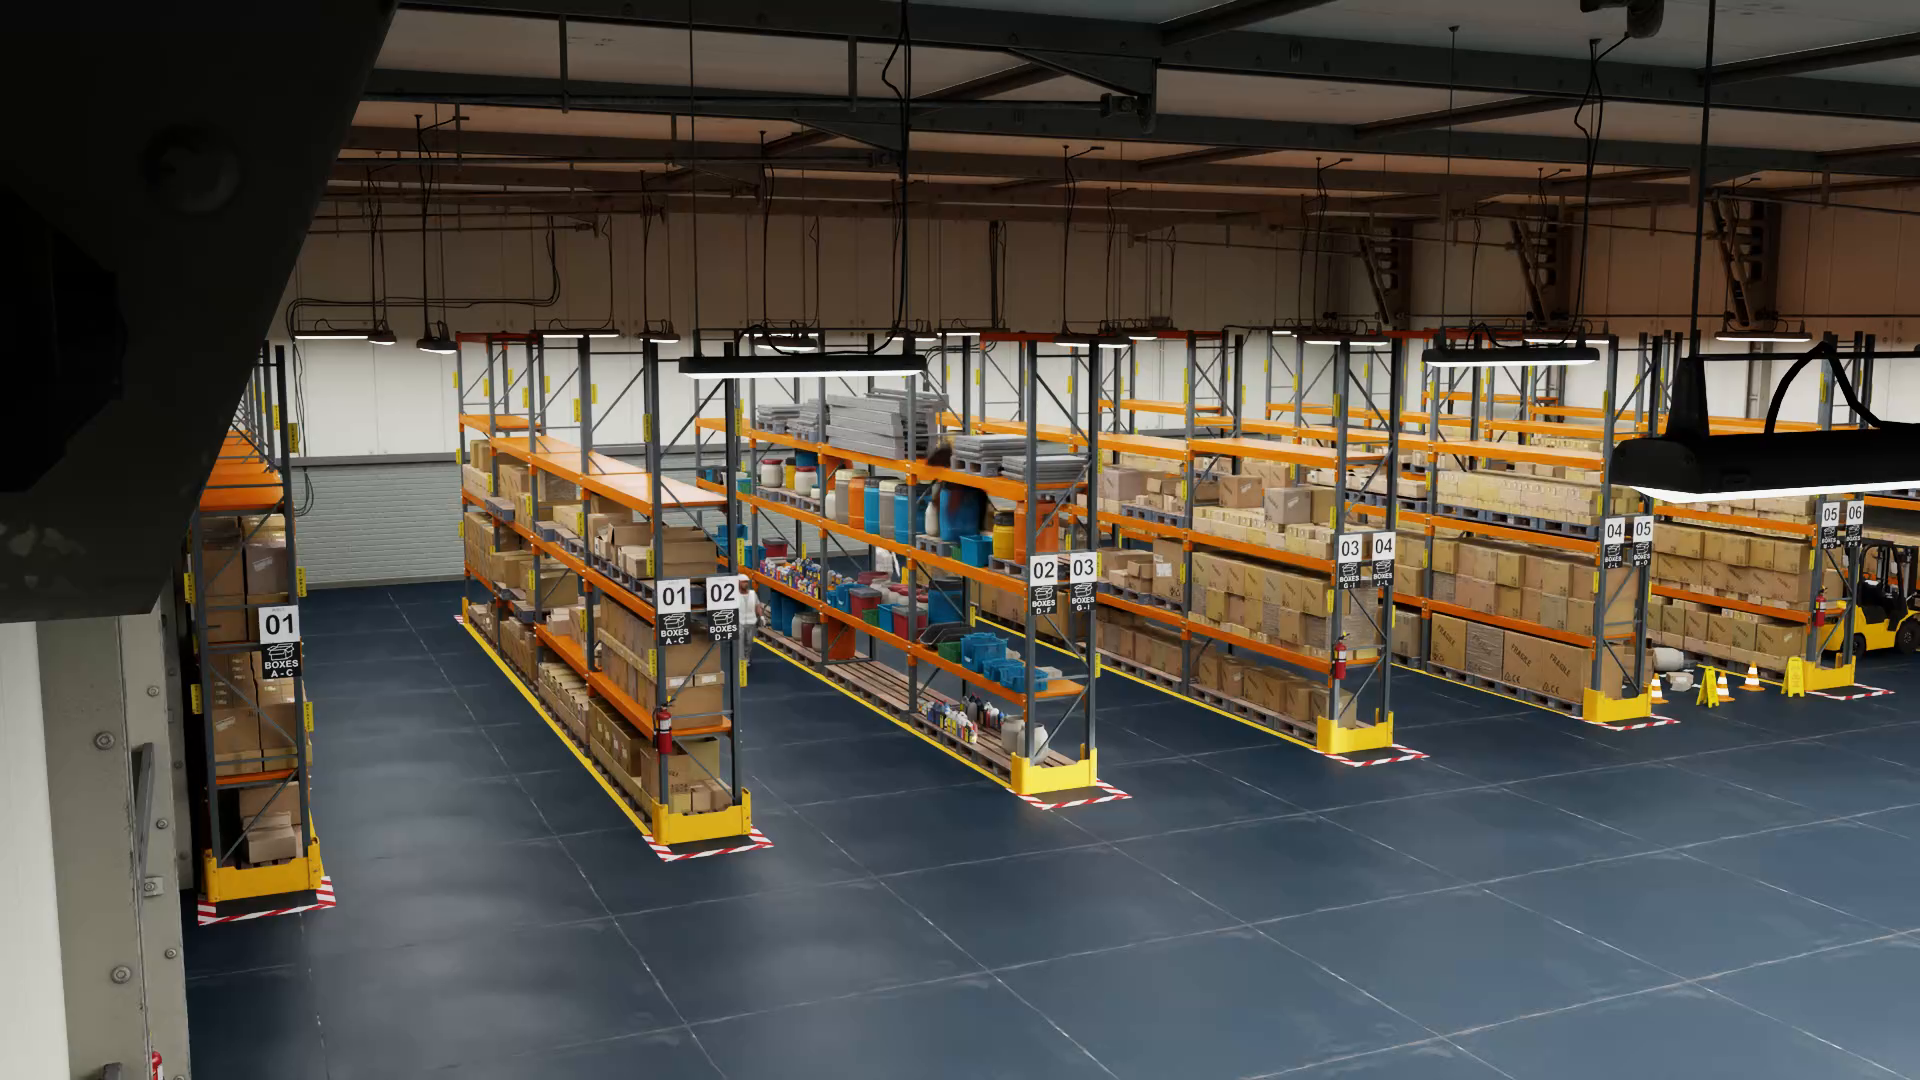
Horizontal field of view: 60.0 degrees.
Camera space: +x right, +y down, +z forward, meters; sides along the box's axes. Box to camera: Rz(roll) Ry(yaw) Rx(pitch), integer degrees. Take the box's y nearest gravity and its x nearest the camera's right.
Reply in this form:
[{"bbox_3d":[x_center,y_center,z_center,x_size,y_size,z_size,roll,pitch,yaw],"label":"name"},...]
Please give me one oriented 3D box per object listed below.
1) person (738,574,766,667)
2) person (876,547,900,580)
[{"bbox_3d":[-3.794,1.472,29.483,0.656,1.718,1.050,-2,8,-14],"label":"person"},{"bbox_3d":[-1.582,0.690,35.783,0.506,1.636,0.995,-4,9,-28],"label":"person"}]
